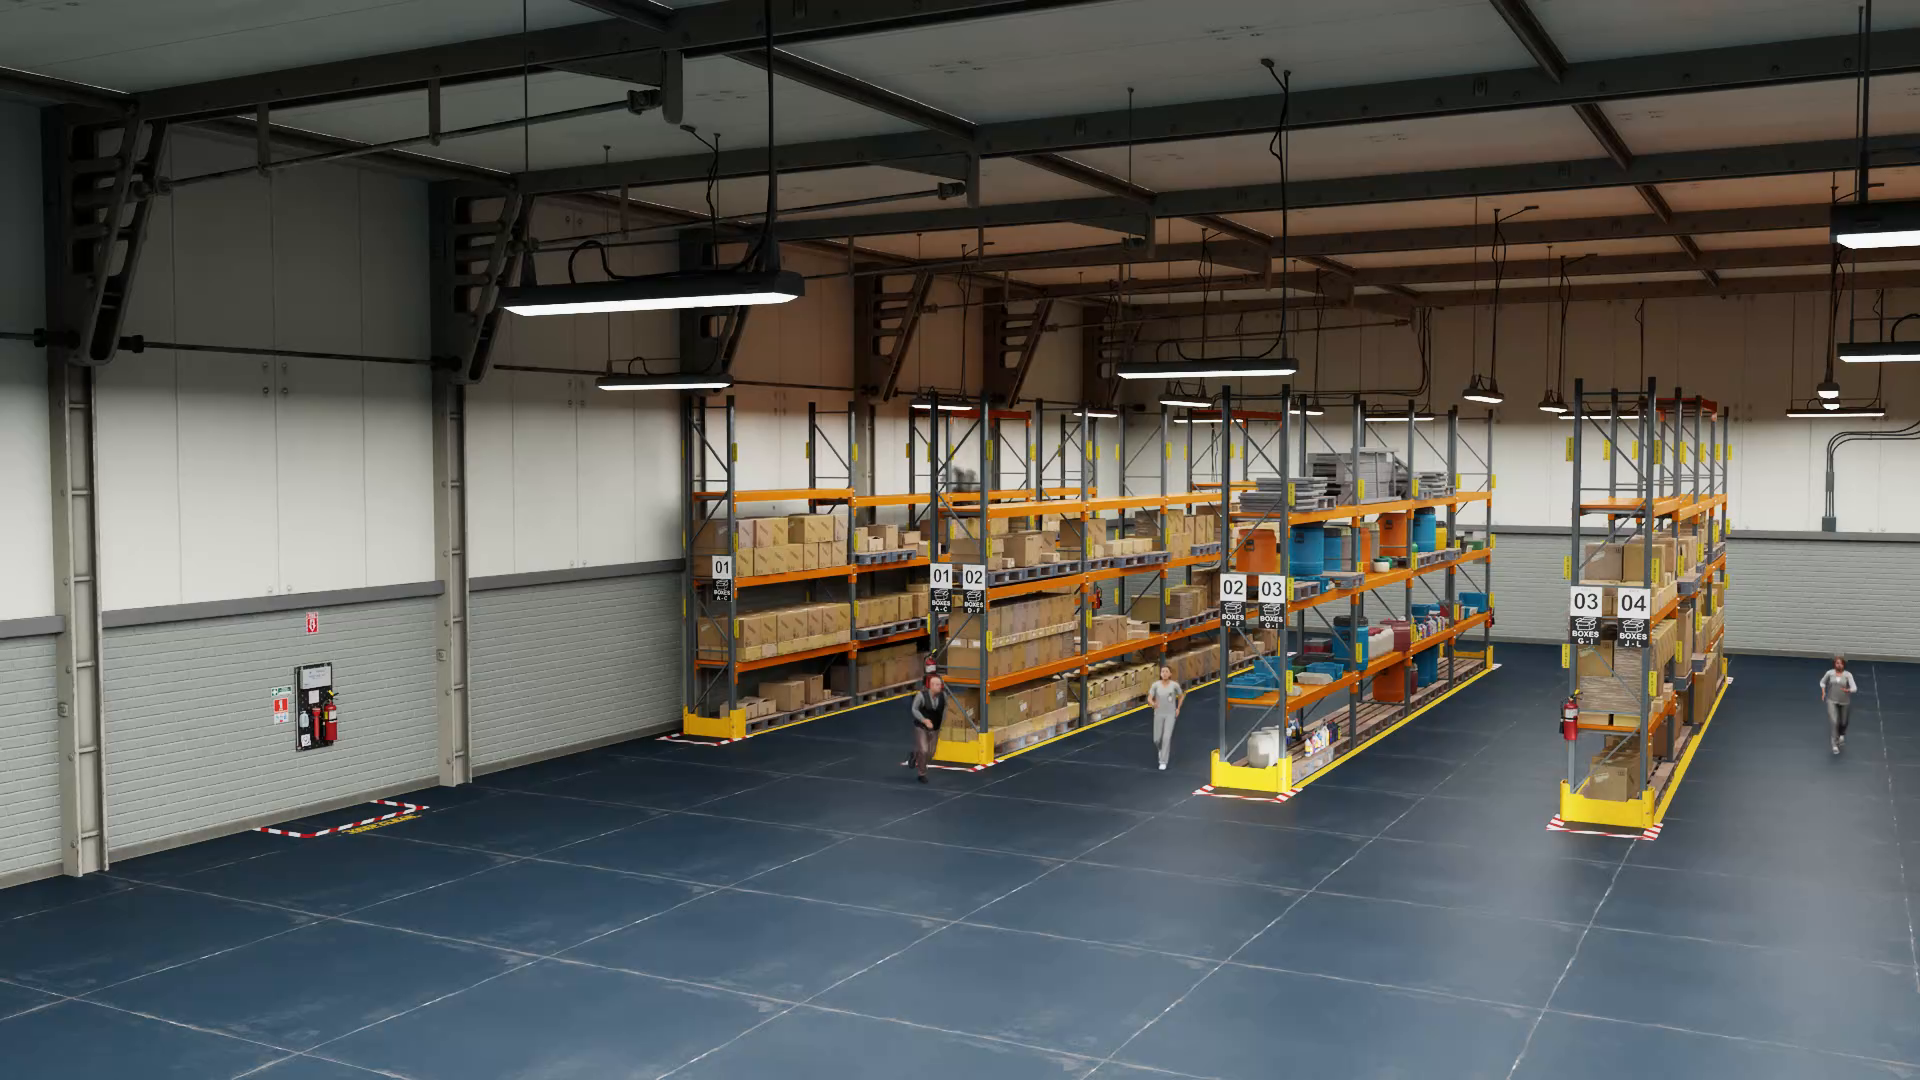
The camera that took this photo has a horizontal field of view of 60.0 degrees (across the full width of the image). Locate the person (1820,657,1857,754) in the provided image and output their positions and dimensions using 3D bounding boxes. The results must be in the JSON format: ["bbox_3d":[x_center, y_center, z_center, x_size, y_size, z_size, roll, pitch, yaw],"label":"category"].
[{"bbox_3d":[14.646,2.732,27.743,0.542,1.578,0.884,1,3,25],"label":"person"}]

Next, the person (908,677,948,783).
[{"bbox_3d":[-0.485,2.872,25.368,0.665,1.632,0.825,-2,3,-29],"label":"person"}]

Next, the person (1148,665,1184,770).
[{"bbox_3d":[3.267,2.791,26.415,0.568,1.634,0.701,1,3,11],"label":"person"}]
